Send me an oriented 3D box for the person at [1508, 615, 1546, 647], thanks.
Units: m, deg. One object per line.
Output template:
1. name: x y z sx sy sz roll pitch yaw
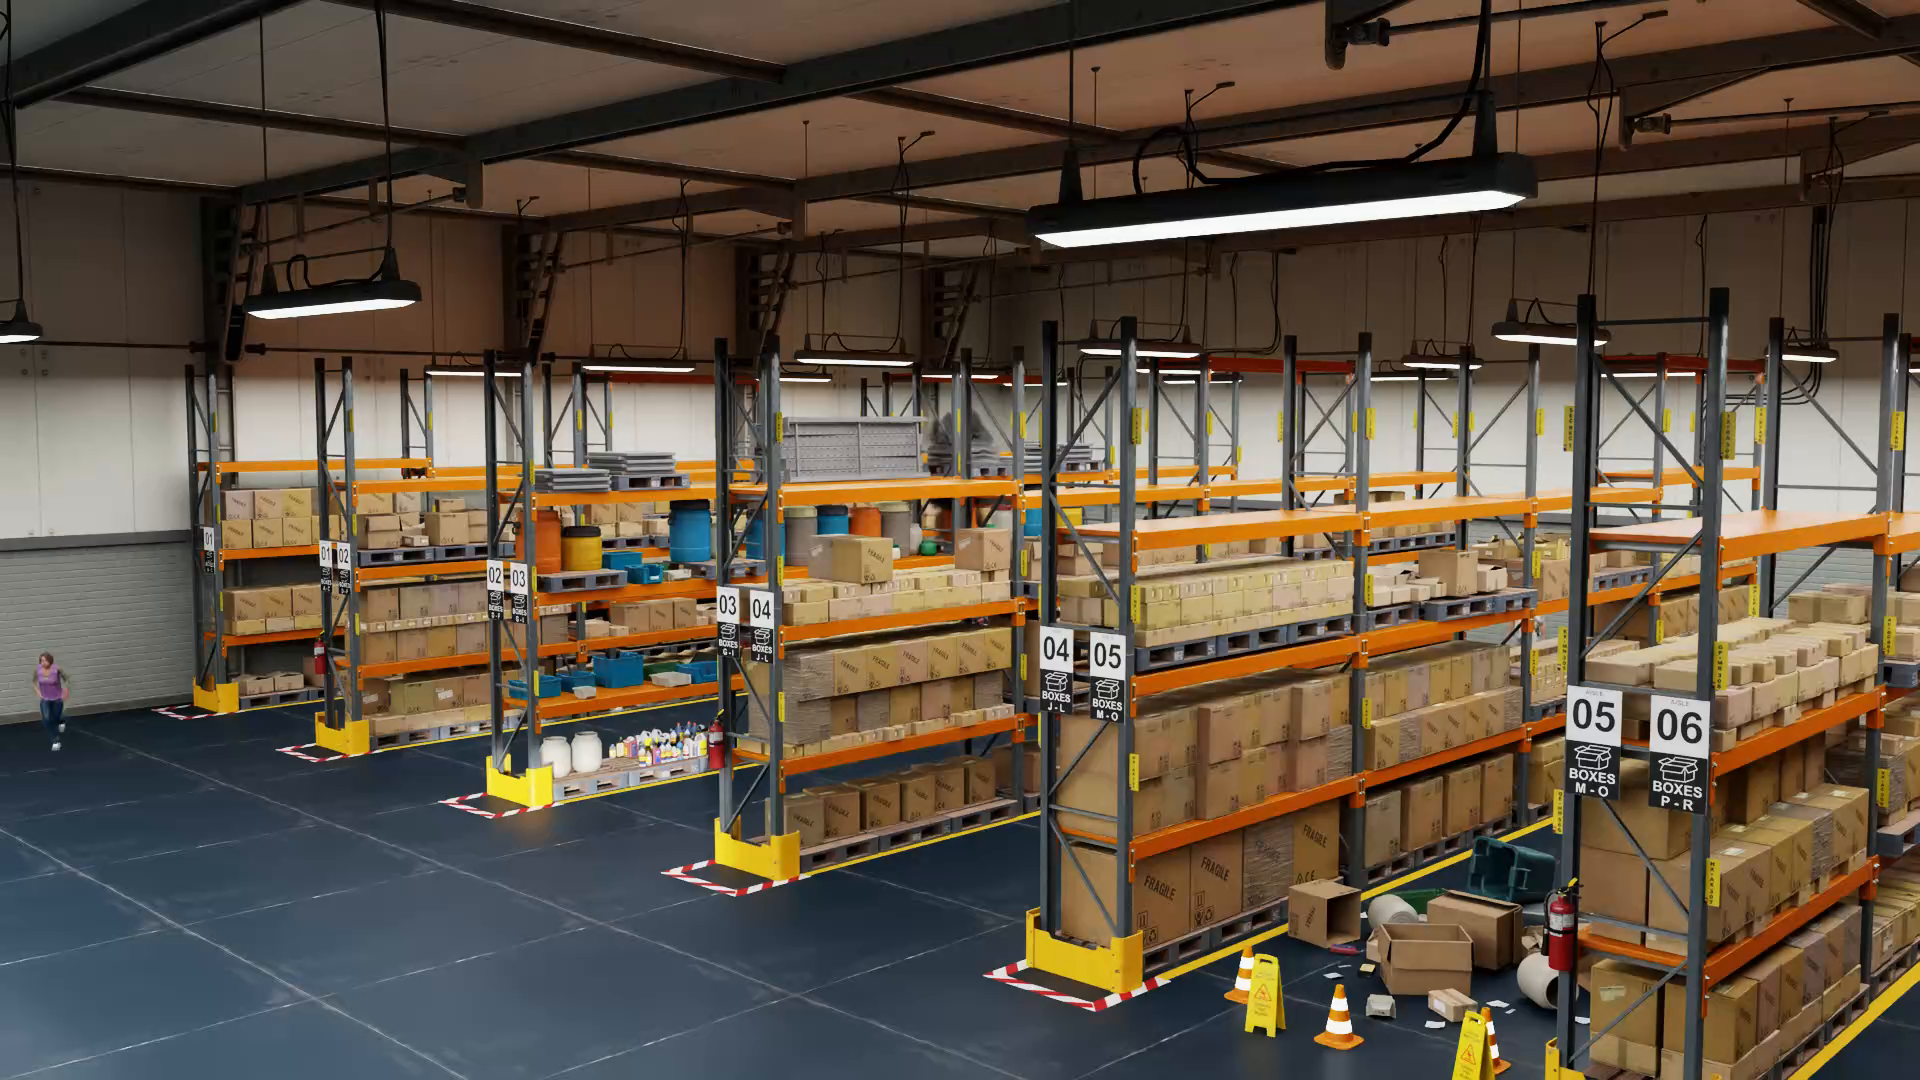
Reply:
1. person: 11.042 1.855 32.258 0.721 1.687 0.797 3 5 31

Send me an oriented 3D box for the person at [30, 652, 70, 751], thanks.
1. person: -13.997 2.461 25.643 0.534 1.541 0.755 -1 4 -11
